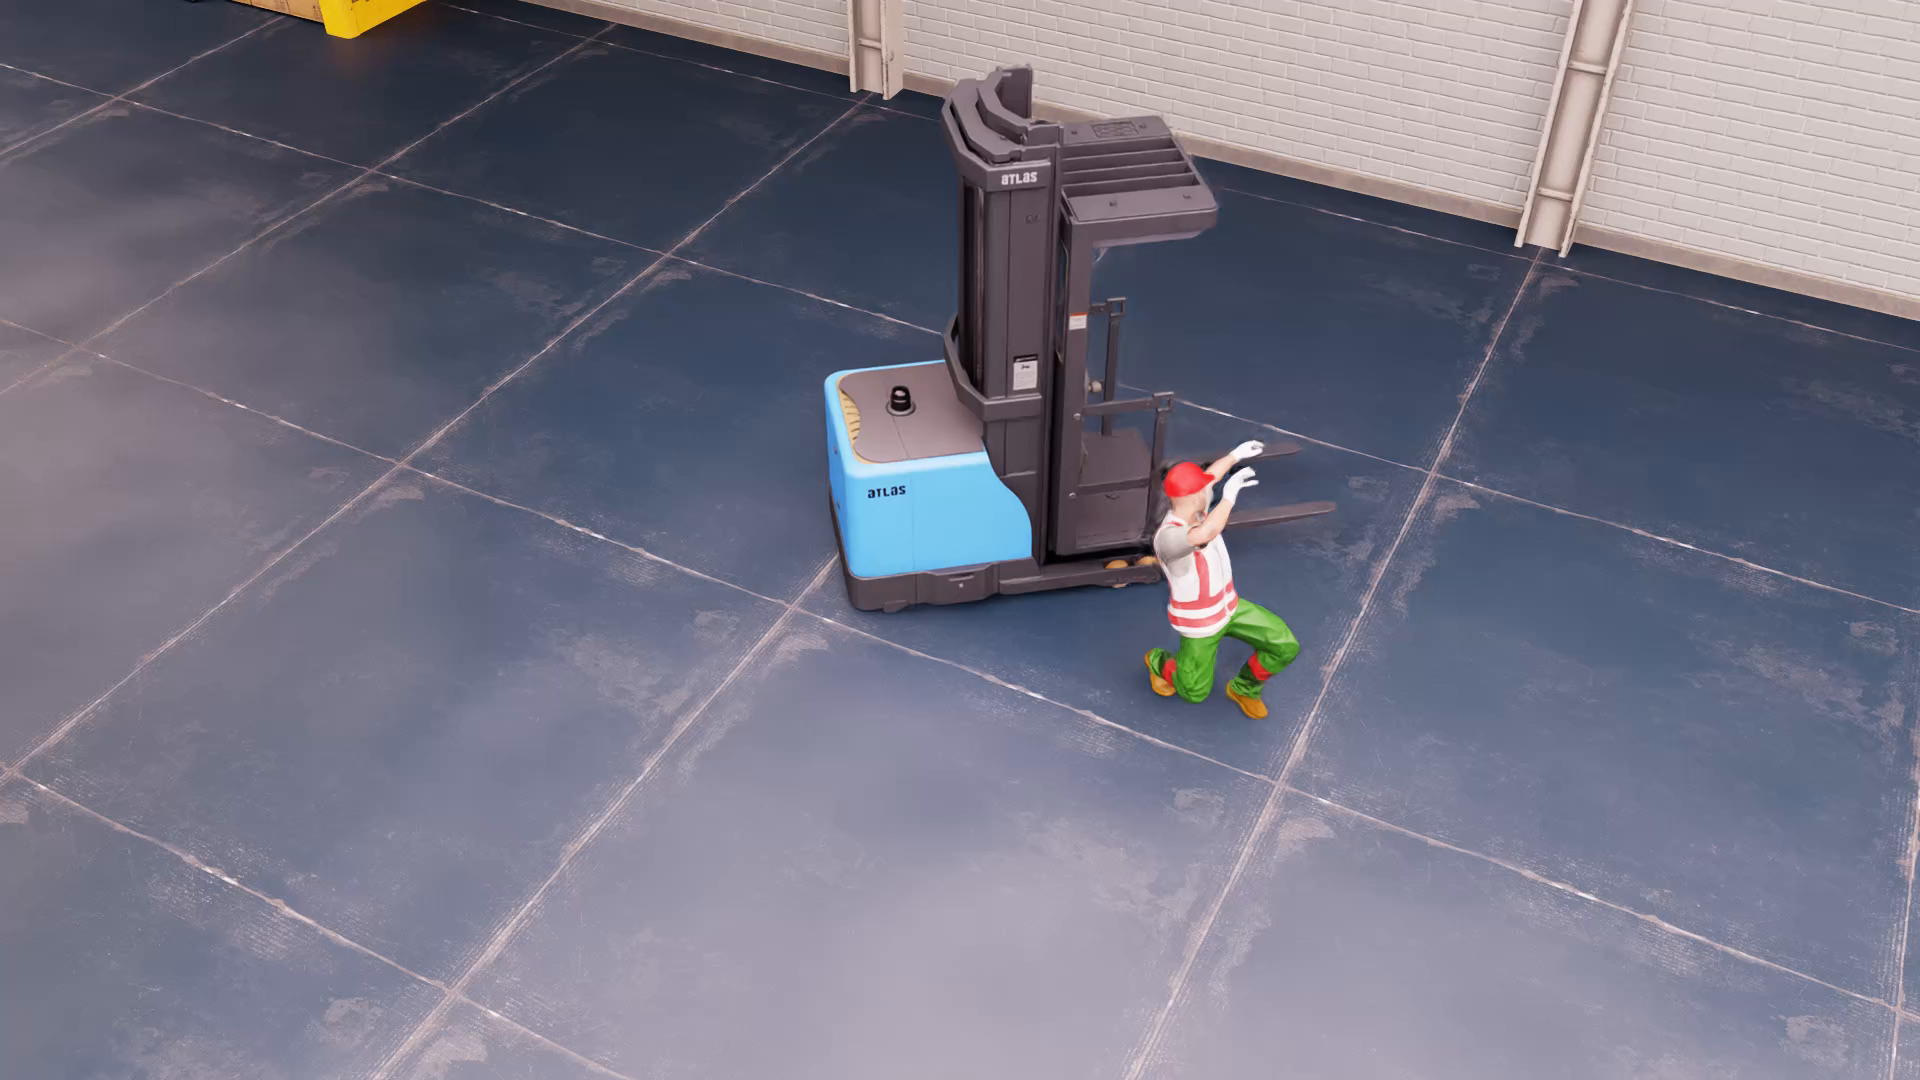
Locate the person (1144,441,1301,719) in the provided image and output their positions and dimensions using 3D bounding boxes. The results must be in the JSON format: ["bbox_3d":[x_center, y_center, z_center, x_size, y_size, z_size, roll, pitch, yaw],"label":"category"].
[{"bbox_3d":[1.520,0.182,8.835,0.861,1.596,1.112,29,48,30],"label":"person"}]

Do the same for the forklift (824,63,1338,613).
[{"bbox_3d":[0.759,-1.166,9.371,3.031,2.935,1.130,-7,41,-9],"label":"forklift"}]
